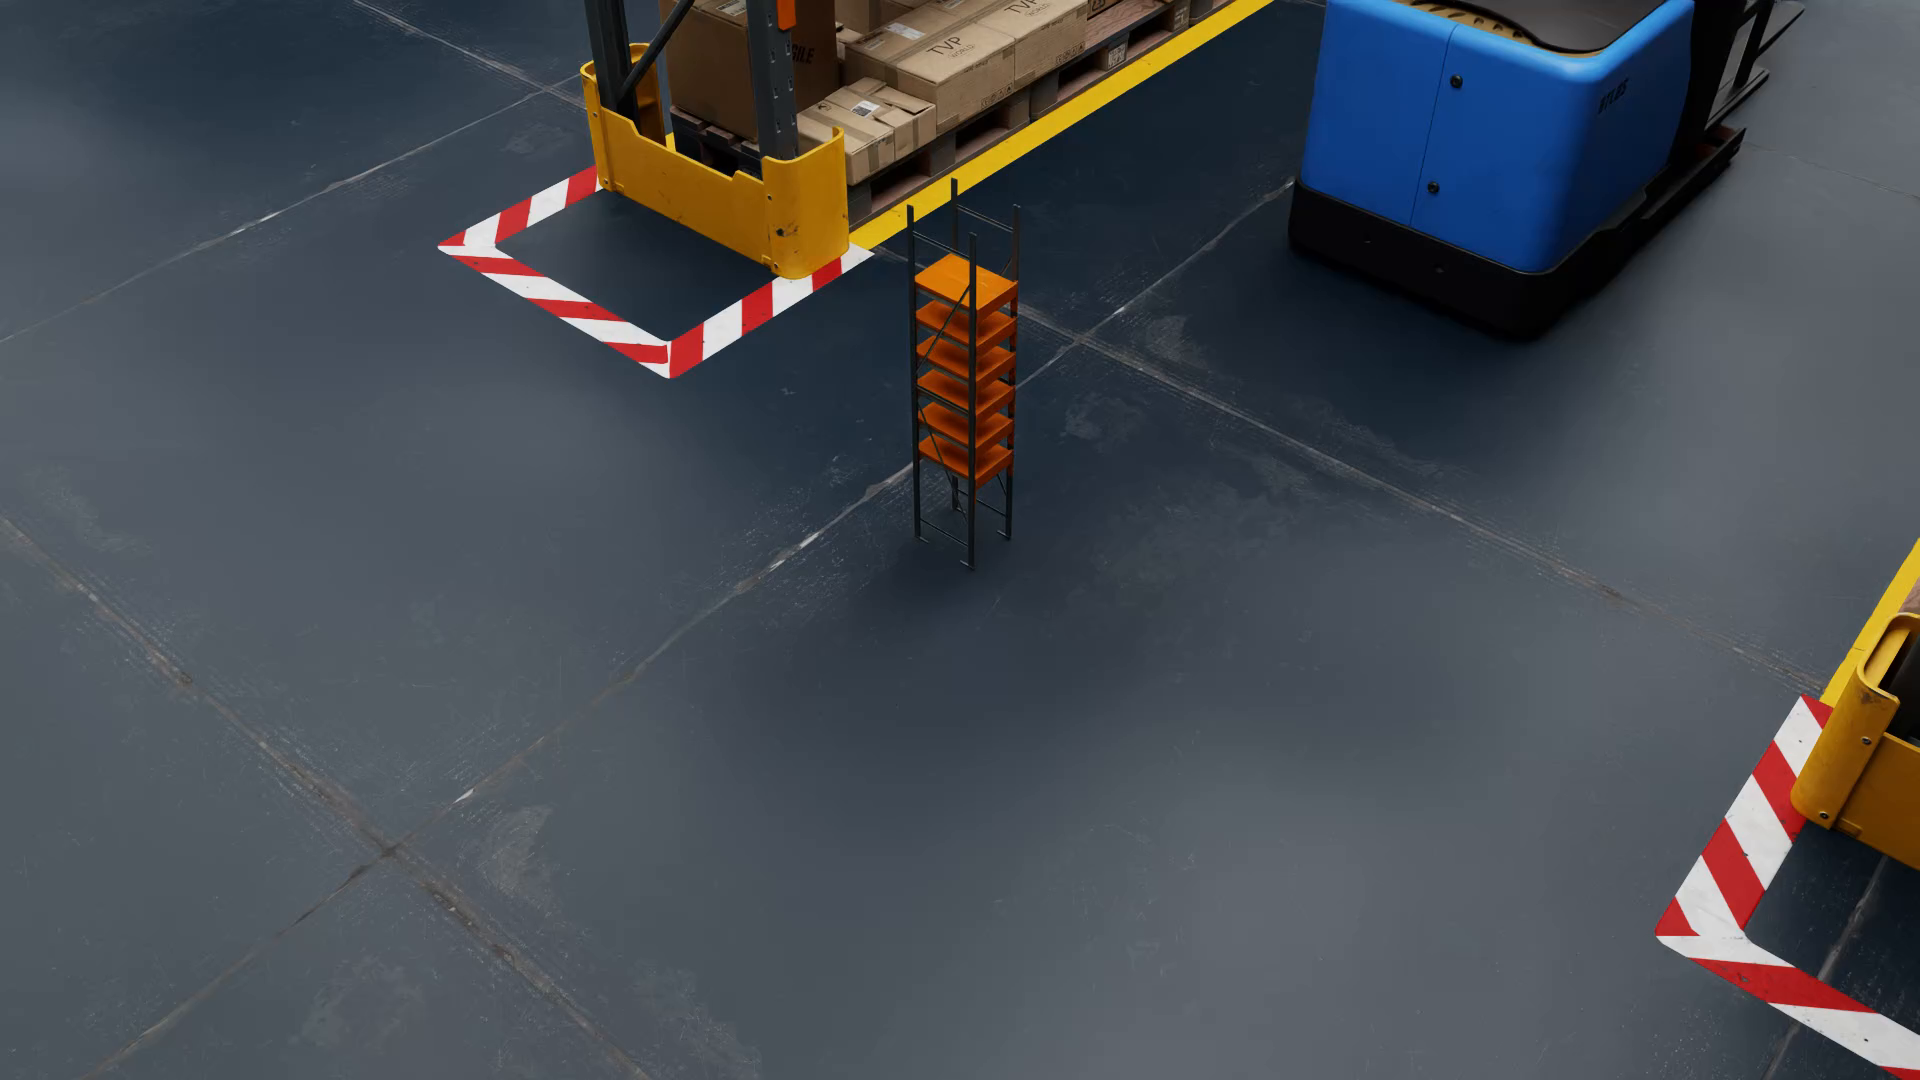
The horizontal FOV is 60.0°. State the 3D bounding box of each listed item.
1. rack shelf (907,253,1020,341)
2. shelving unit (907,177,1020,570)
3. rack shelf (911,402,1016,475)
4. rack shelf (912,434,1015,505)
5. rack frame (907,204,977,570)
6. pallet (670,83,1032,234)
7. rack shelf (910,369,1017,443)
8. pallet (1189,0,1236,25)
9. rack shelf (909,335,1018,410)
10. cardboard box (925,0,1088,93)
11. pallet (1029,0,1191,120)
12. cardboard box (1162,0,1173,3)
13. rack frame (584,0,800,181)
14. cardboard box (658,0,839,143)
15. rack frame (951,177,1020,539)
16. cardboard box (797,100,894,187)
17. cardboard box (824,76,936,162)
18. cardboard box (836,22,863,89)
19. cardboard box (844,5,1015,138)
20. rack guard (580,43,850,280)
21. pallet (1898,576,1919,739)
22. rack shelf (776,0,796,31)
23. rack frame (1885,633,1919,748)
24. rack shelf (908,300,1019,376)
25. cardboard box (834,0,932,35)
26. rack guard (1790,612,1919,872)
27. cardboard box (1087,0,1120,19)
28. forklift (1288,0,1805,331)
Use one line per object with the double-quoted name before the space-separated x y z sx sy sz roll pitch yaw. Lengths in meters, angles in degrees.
"rack shelf" 0.009 -0.685 4.642 0.258 0.103 0.180 29 50 28
"shelving unit" 0.009 -0.451 4.855 0.258 1.200 0.189 29 50 28
"rack shelf" 0.009 -0.330 4.965 0.258 0.103 0.180 29 50 28
"rack shelf" 0.009 -0.241 5.046 0.258 0.103 0.180 29 50 28
"rack frame" -0.050 -0.404 4.803 0.240 1.200 0.006 29 50 28
"pallet" -0.451 -1.804 7.078 1.003 0.211 1.213 29 50 28
"rack shelf" 0.009 -0.419 4.884 0.258 0.103 0.180 29 50 28
"pallet" 1.119 -3.061 8.459 1.003 0.211 1.213 29 50 28
"rack shelf" 0.009 -0.507 4.804 0.258 0.103 0.180 29 50 28
"cardboard box" 0.198 -2.204 7.161 0.500 0.250 0.500 29 50 28
"pallet" 0.334 -2.430 7.765 1.003 0.211 1.213 29 50 28
"cardboard box" 0.930 -2.811 7.784 0.500 0.311 0.500 29 50 28
"rack frame" -1.012 -2.386 5.644 1.000 3.000 0.127 29 50 28
"cardboard box" -0.851 -2.011 6.763 0.500 0.500 0.500 29 50 28
"rack frame" 0.068 -0.498 4.906 0.240 1.200 0.006 29 50 28
"cardboard box" -0.480 -1.561 6.529 0.380 0.149 0.250 29 50 28
"cardboard box" -0.319 -1.696 6.665 0.380 0.166 0.250 29 50 28
"cardboard box" -0.521 -2.057 7.061 0.380 0.166 0.250 29 50 28
"cardboard box" -0.123 -1.946 6.877 0.500 0.250 0.500 29 50 28
"rack guard" -0.963 -1.500 6.528 1.175 0.500 0.348 29 50 28
"pallet" 3.236 0.343 4.716 1.003 0.211 1.213 29 50 28
"rack shelf" 0.275 -3.150 7.019 1.077 0.370 4.000 29 50 28
"rack frame" 2.782 -0.243 3.288 1.000 3.000 0.127 29 50 28
"rack shelf" 0.009 -0.596 4.723 0.258 0.103 0.180 29 50 28
"cardboard box" -0.217 -2.394 7.370 0.500 0.250 0.500 29 50 28
"rack guard" 2.766 0.694 4.115 1.175 0.500 0.348 29 50 28
"cardboard box" 0.357 -2.715 7.535 0.797 0.503 0.637 29 50 28
"forklift" 2.619 -2.750 6.096 1.130 2.935 3.031 30 50 29
